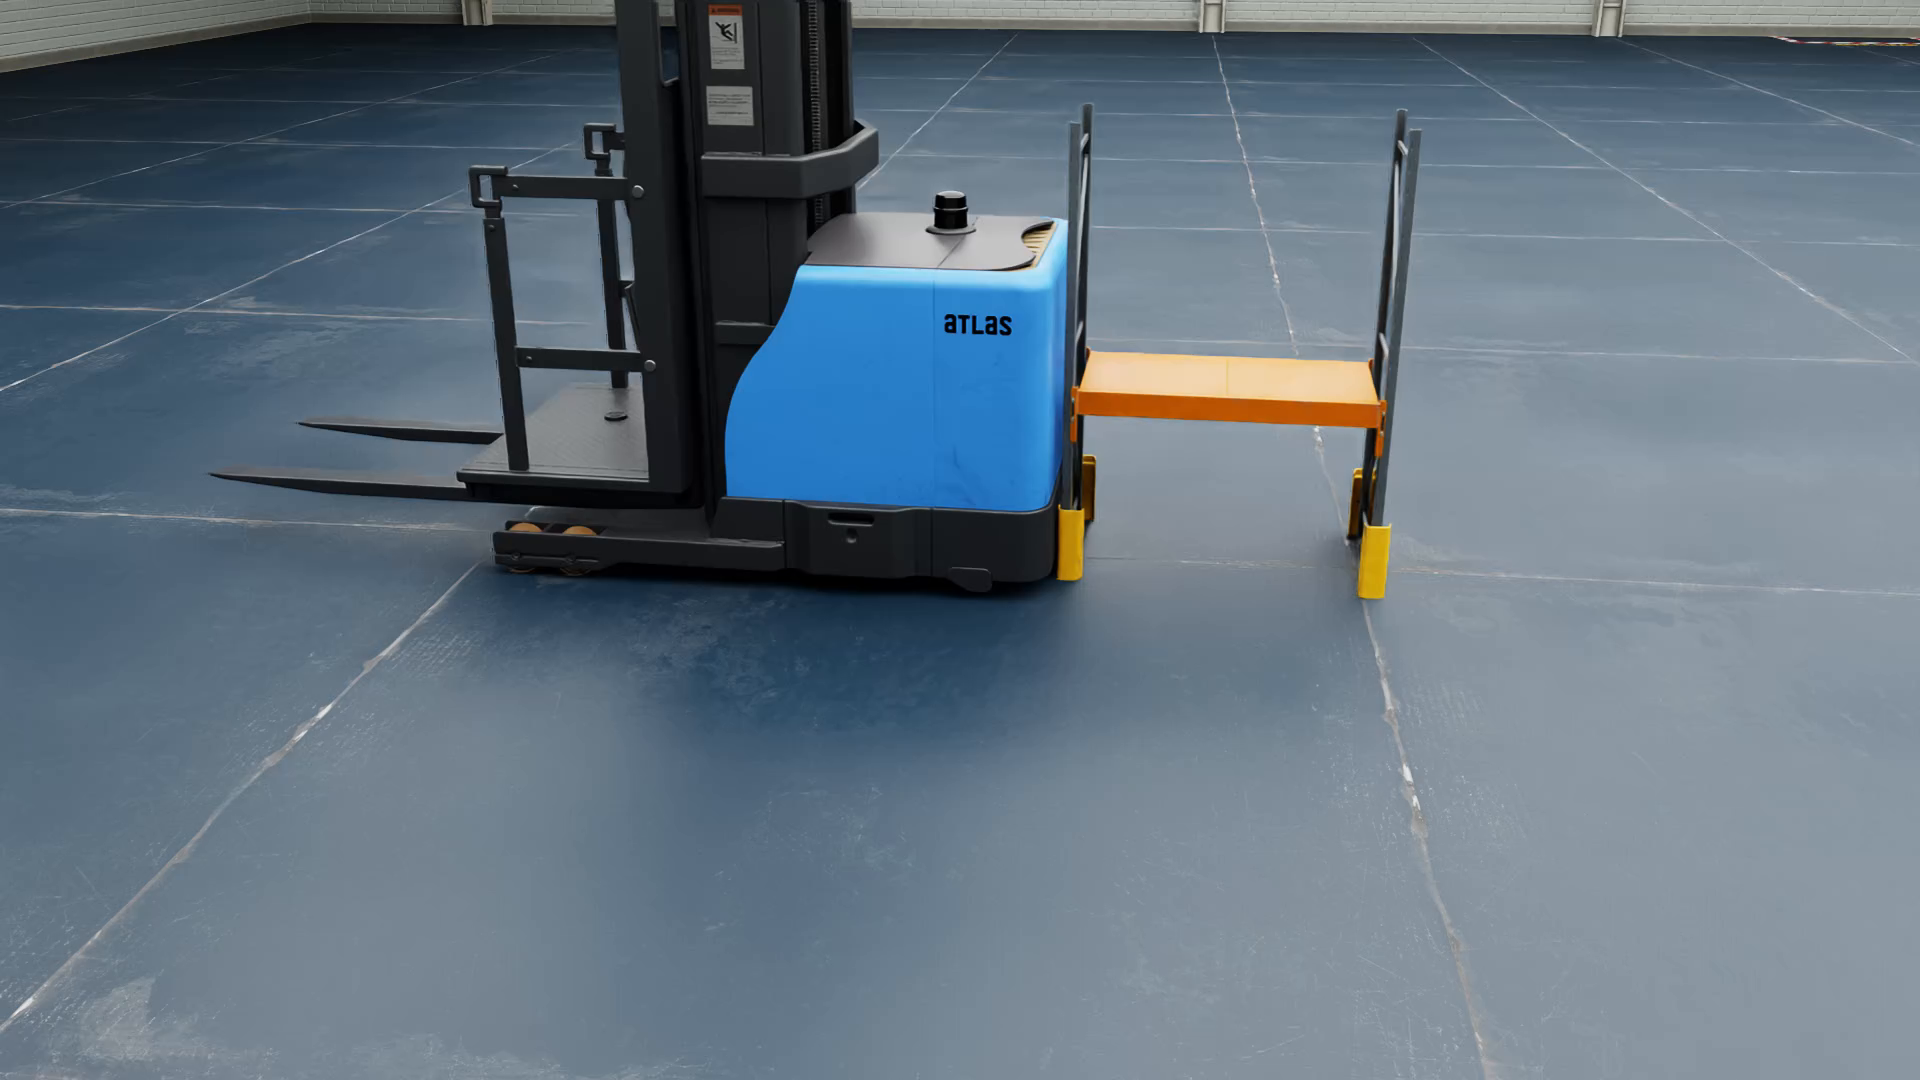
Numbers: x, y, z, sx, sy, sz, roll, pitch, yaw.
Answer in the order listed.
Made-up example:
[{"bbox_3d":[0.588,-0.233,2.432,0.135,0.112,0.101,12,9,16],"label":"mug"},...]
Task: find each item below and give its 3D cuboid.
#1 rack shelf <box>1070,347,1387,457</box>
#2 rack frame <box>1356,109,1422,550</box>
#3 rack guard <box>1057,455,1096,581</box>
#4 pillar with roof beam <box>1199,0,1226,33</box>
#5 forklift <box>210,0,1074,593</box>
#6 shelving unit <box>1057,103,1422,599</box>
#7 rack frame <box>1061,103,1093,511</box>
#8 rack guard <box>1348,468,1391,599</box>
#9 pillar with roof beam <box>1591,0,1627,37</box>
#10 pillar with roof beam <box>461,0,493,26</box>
[{"bbox_3d":[0.893,-0.472,5.584,1.000,0.185,0.538,3,22,8],"label":"rack shelf"},{"bbox_3d":[1.395,-0.611,5.445,0.032,1.500,0.500,3,22,8],"label":"rack frame"},{"bbox_3d":[0.410,-0.086,5.818,0.087,0.250,0.587,3,22,8],"label":"rack guard"},{"bbox_3d":[3.452,-10.613,20.544,0.400,9.000,9.100,2,22,6],"label":"pillar with roof beam"},{"bbox_3d":[-1.134,-1.428,5.565,3.031,2.935,1.130,3,22,8],"label":"forklift"},{"bbox_3d":[0.902,-0.639,5.517,1.083,1.500,0.587,3,22,8],"label":"shelving unit"},{"bbox_3d":[0.391,-0.668,5.591,0.032,1.500,0.500,3,22,8],"label":"rack frame"},{"bbox_3d":[1.394,-0.030,5.675,0.087,0.250,0.587,3,22,8],"label":"rack guard"},{"bbox_3d":[9.410,-10.353,19.887,0.400,9.000,9.100,2,22,6],"label":"pillar with roof beam"},{"bbox_3d":[-8.465,-11.132,21.857,0.400,9.000,9.100,2,22,6],"label":"pillar with roof beam"}]
